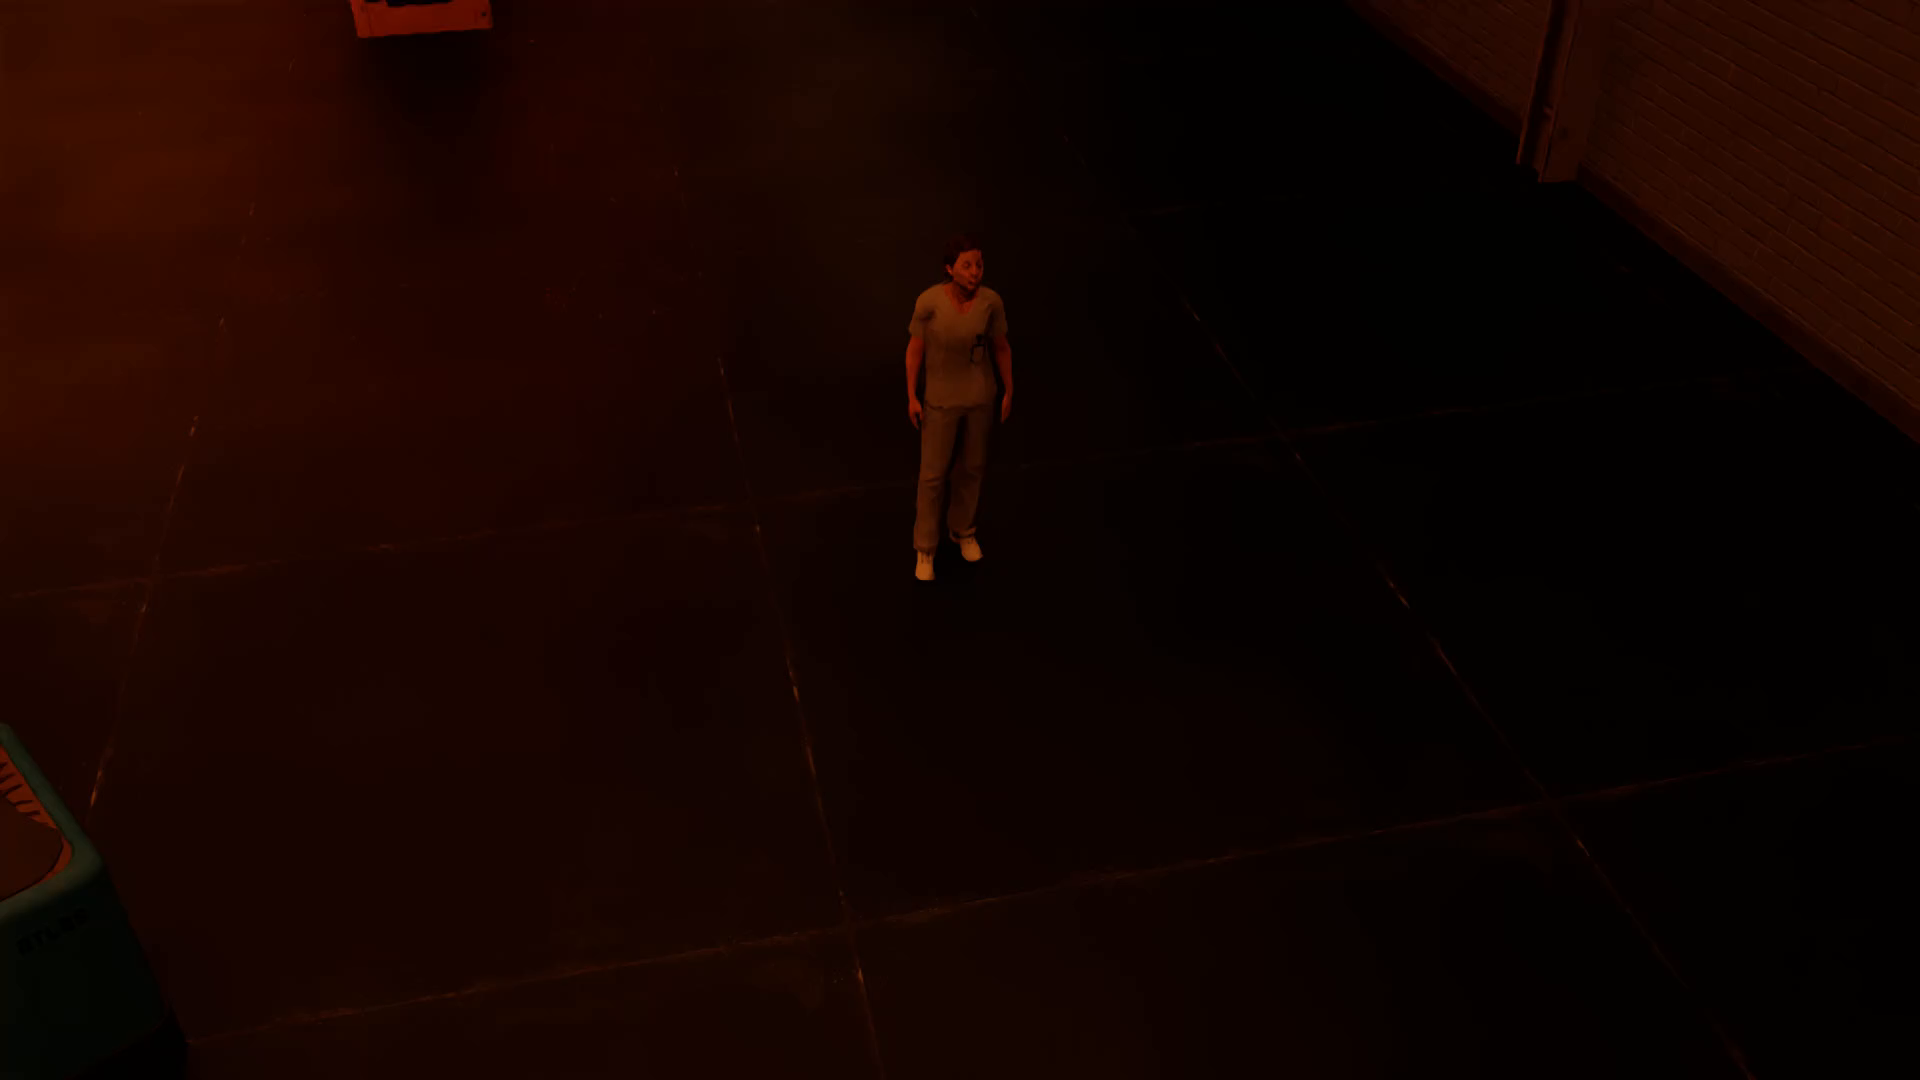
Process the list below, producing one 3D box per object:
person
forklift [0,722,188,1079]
[{"bbox_3d":[0.004,-0.642,8.005,0.550,1.674,0.548,-8,36,-11],"label":"person"},{"bbox_3d":[-4.159,1.088,4.538,3.031,2.935,1.130,-29,45,-34],"label":"forklift"}]
